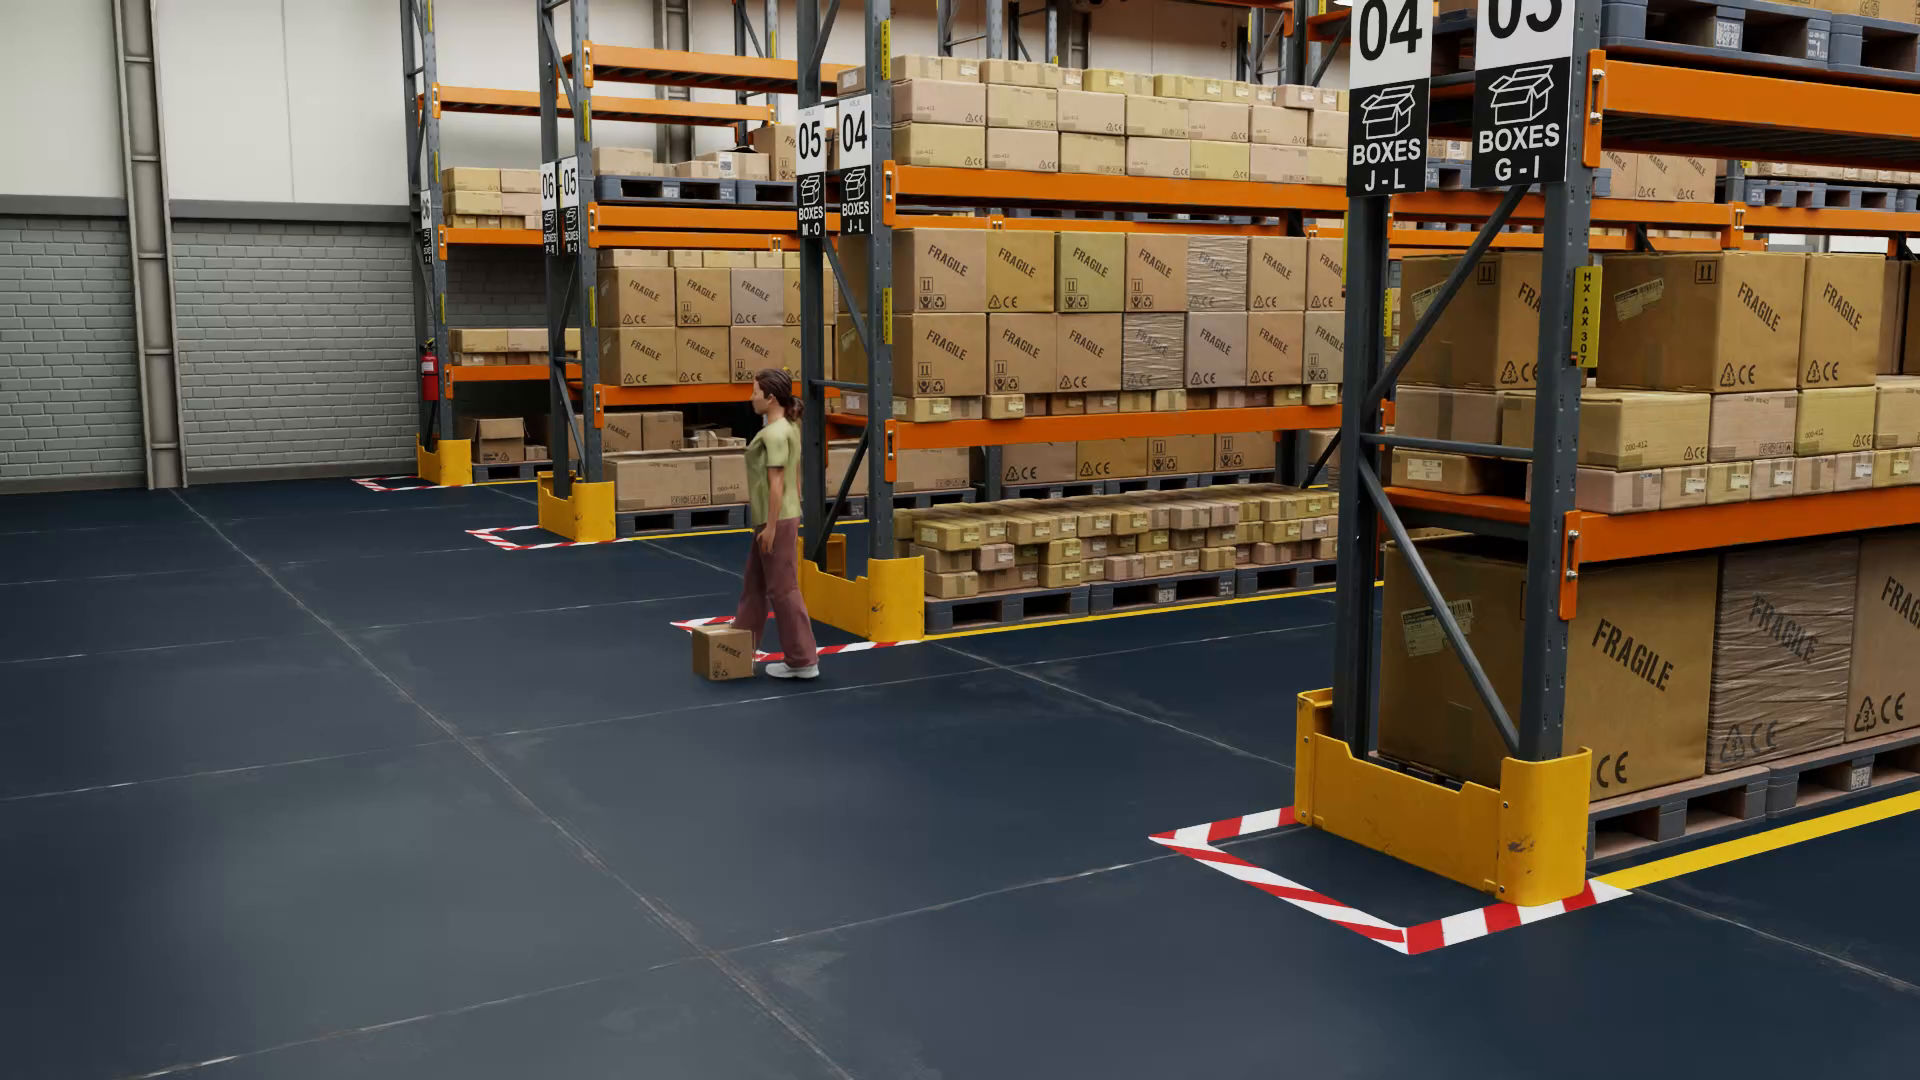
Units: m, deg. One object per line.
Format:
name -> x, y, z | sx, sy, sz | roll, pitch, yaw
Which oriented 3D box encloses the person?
person -> -1.096, -0.086, 8.889 | 0.680, 1.665, 0.465 | 0, 8, 3
